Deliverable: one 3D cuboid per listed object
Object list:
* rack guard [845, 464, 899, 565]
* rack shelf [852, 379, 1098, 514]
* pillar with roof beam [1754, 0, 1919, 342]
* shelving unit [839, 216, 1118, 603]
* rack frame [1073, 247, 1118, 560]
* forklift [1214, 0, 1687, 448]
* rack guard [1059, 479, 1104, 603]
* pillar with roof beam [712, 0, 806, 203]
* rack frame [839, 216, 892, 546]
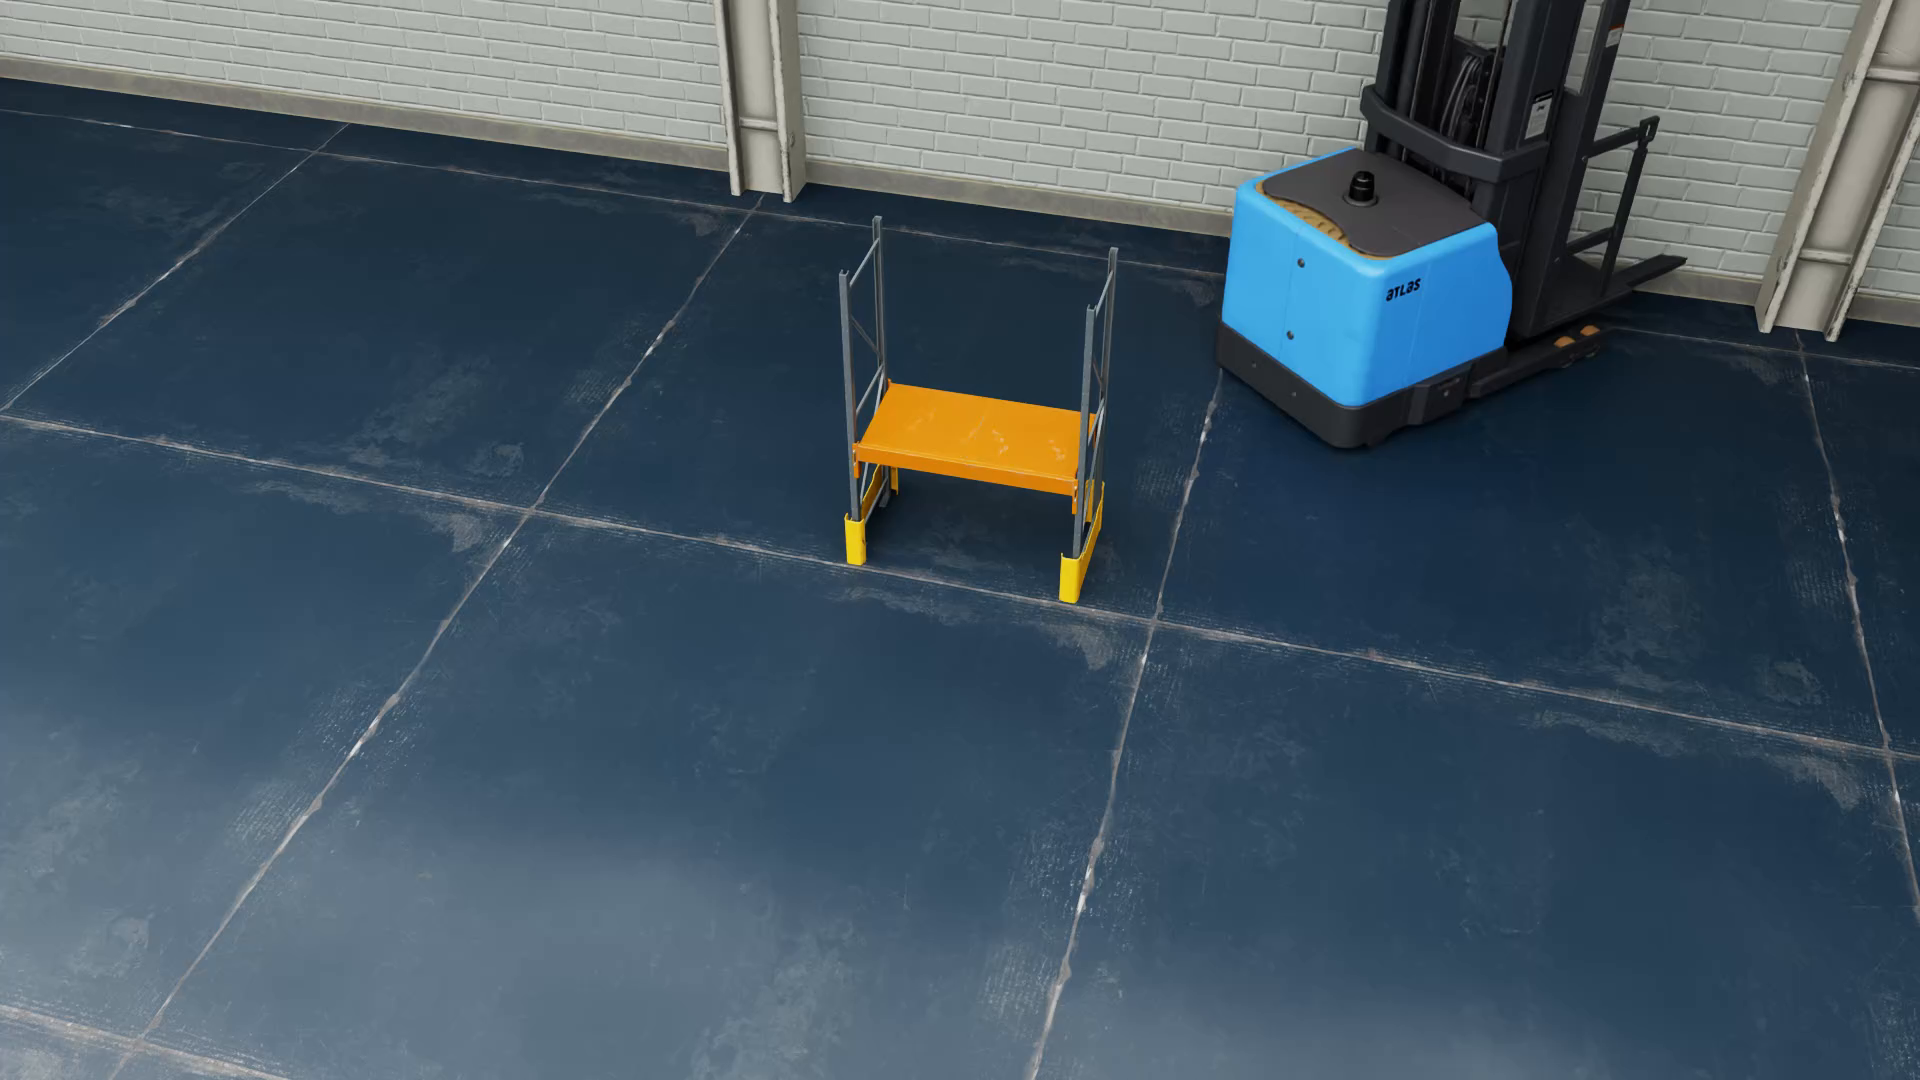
[{"bbox_3d":[-0.407,-0.166,7.753,0.087,0.250,0.587,10,41,11],"label":"rack guard"},{"bbox_3d":[0.082,-0.422,7.366,1.000,0.185,0.538,10,41,11],"label":"rack shelf"},{"bbox_3d":[3.498,-1.976,3.105,0.400,9.000,9.100,10,41,11],"label":"pillar with roof beam"},{"bbox_3d":[0.074,-0.562,7.253,1.083,1.500,0.587,10,41,11],"label":"shelving unit"},{"bbox_3d":[0.573,-0.476,7.150,0.032,1.500,0.500,10,41,11],"label":"rack frame"},{"bbox_3d":[2.861,-2.301,8.210,3.031,2.935,1.130,-22,45,-24],"label":"forklift"},{"bbox_3d":[0.555,0.000,7.556,0.087,0.250,0.587,10,41,11],"label":"rack guard"},{"bbox_3d":[-2.298,-2.973,4.293,0.400,9.000,9.100,10,41,11],"label":"pillar with roof beam"},{"bbox_3d":[-0.409,-0.645,7.351,0.032,1.500,0.500,10,41,11],"label":"rack frame"}]
